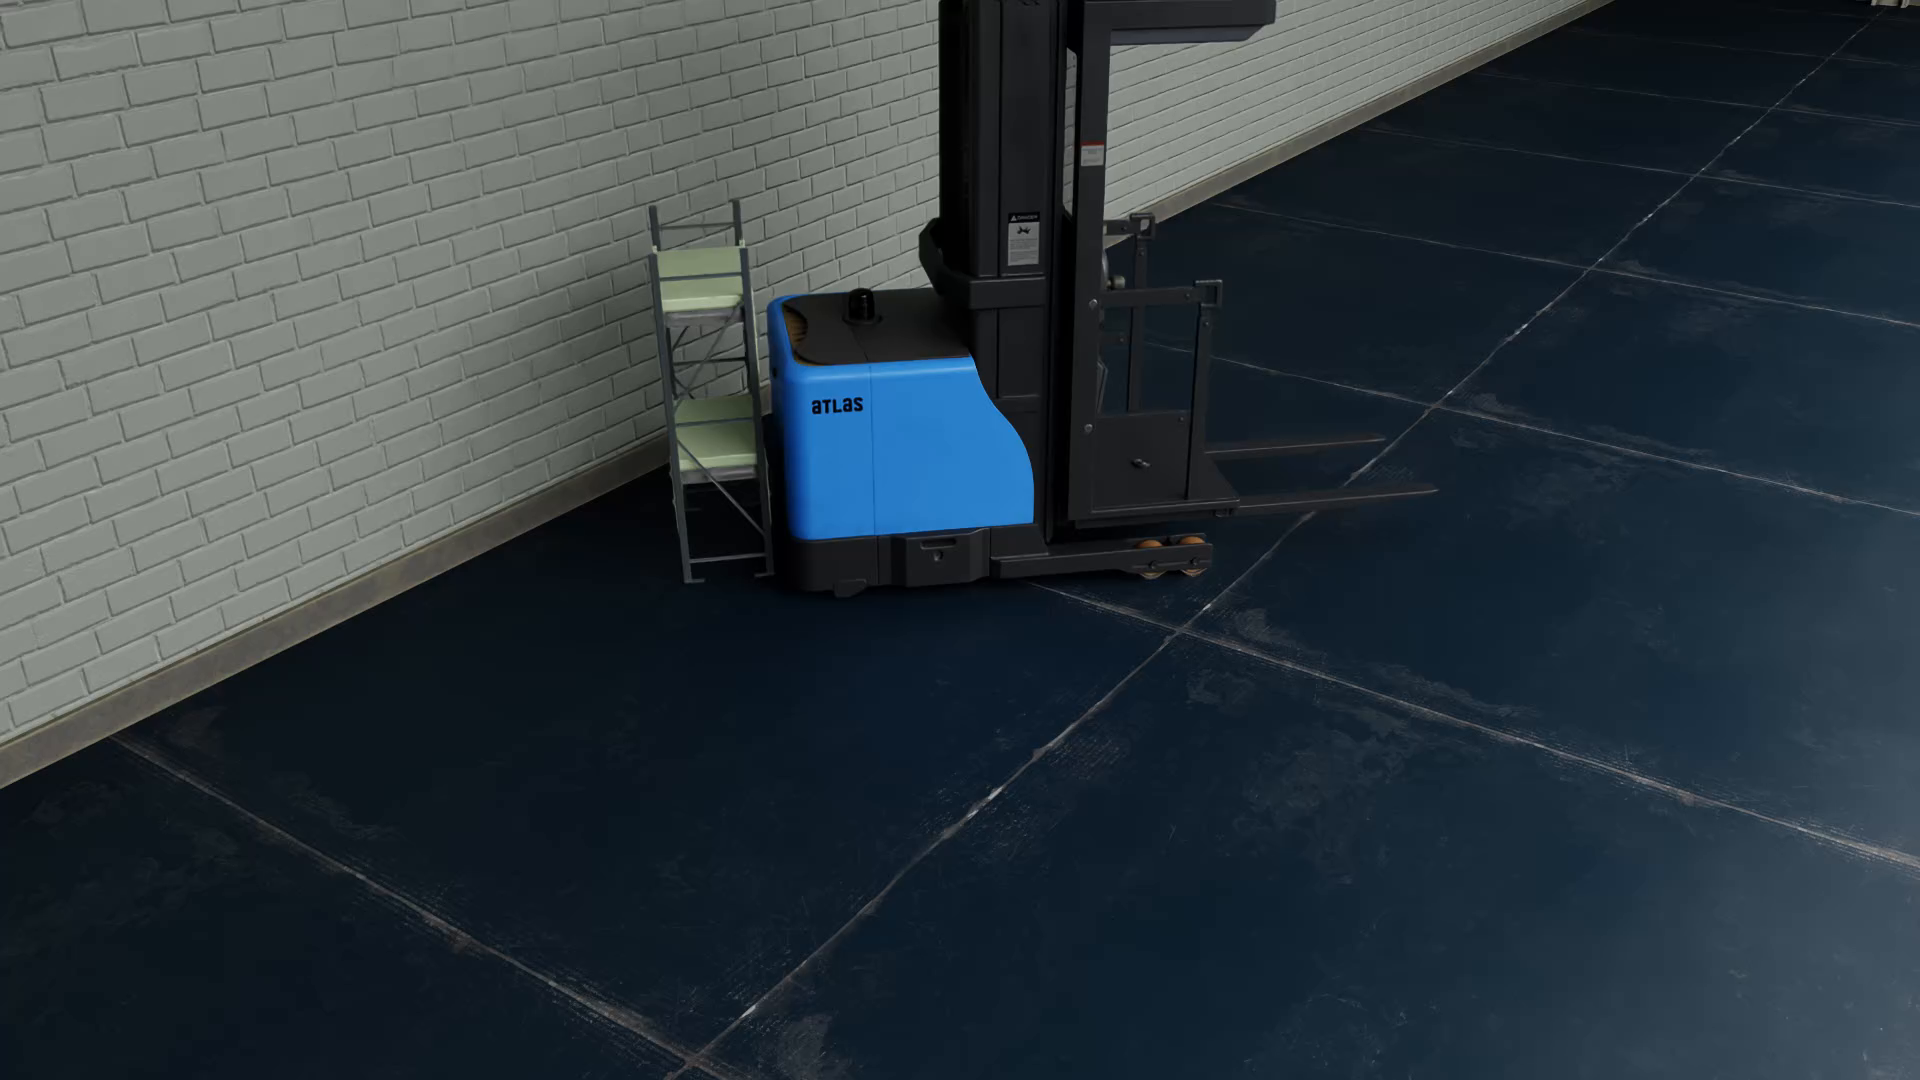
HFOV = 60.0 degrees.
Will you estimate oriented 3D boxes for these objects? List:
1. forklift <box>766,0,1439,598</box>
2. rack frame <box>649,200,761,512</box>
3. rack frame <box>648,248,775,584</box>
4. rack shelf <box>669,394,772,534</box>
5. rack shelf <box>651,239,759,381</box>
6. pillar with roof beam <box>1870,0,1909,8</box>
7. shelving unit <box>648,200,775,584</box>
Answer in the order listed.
[{"bbox_3d":[0.674,-1.367,7.205,3.031,2.935,1.130,-5,27,-9],"label":"forklift"},{"bbox_3d":[-1.161,-0.824,7.705,0.400,1.500,0.023,-5,27,-8],"label":"rack frame"},{"bbox_3d":[-1.042,-0.497,7.062,0.400,1.500,0.023,-5,27,-8],"label":"rack frame"},{"bbox_3d":[-1.094,-0.371,7.532,0.431,0.370,0.720,-5,27,-8],"label":"rack shelf"},{"bbox_3d":[-1.110,-1.008,7.205,0.431,0.370,0.720,-5,27,-8],"label":"rack shelf"},{"bbox_3d":[9.351,-9.190,15.888,0.400,9.000,9.100,17,32,30],"label":"pillar with roof beam"},{"bbox_3d":[-1.101,-0.661,7.383,0.431,1.500,0.755,-5,27,-8],"label":"shelving unit"}]
